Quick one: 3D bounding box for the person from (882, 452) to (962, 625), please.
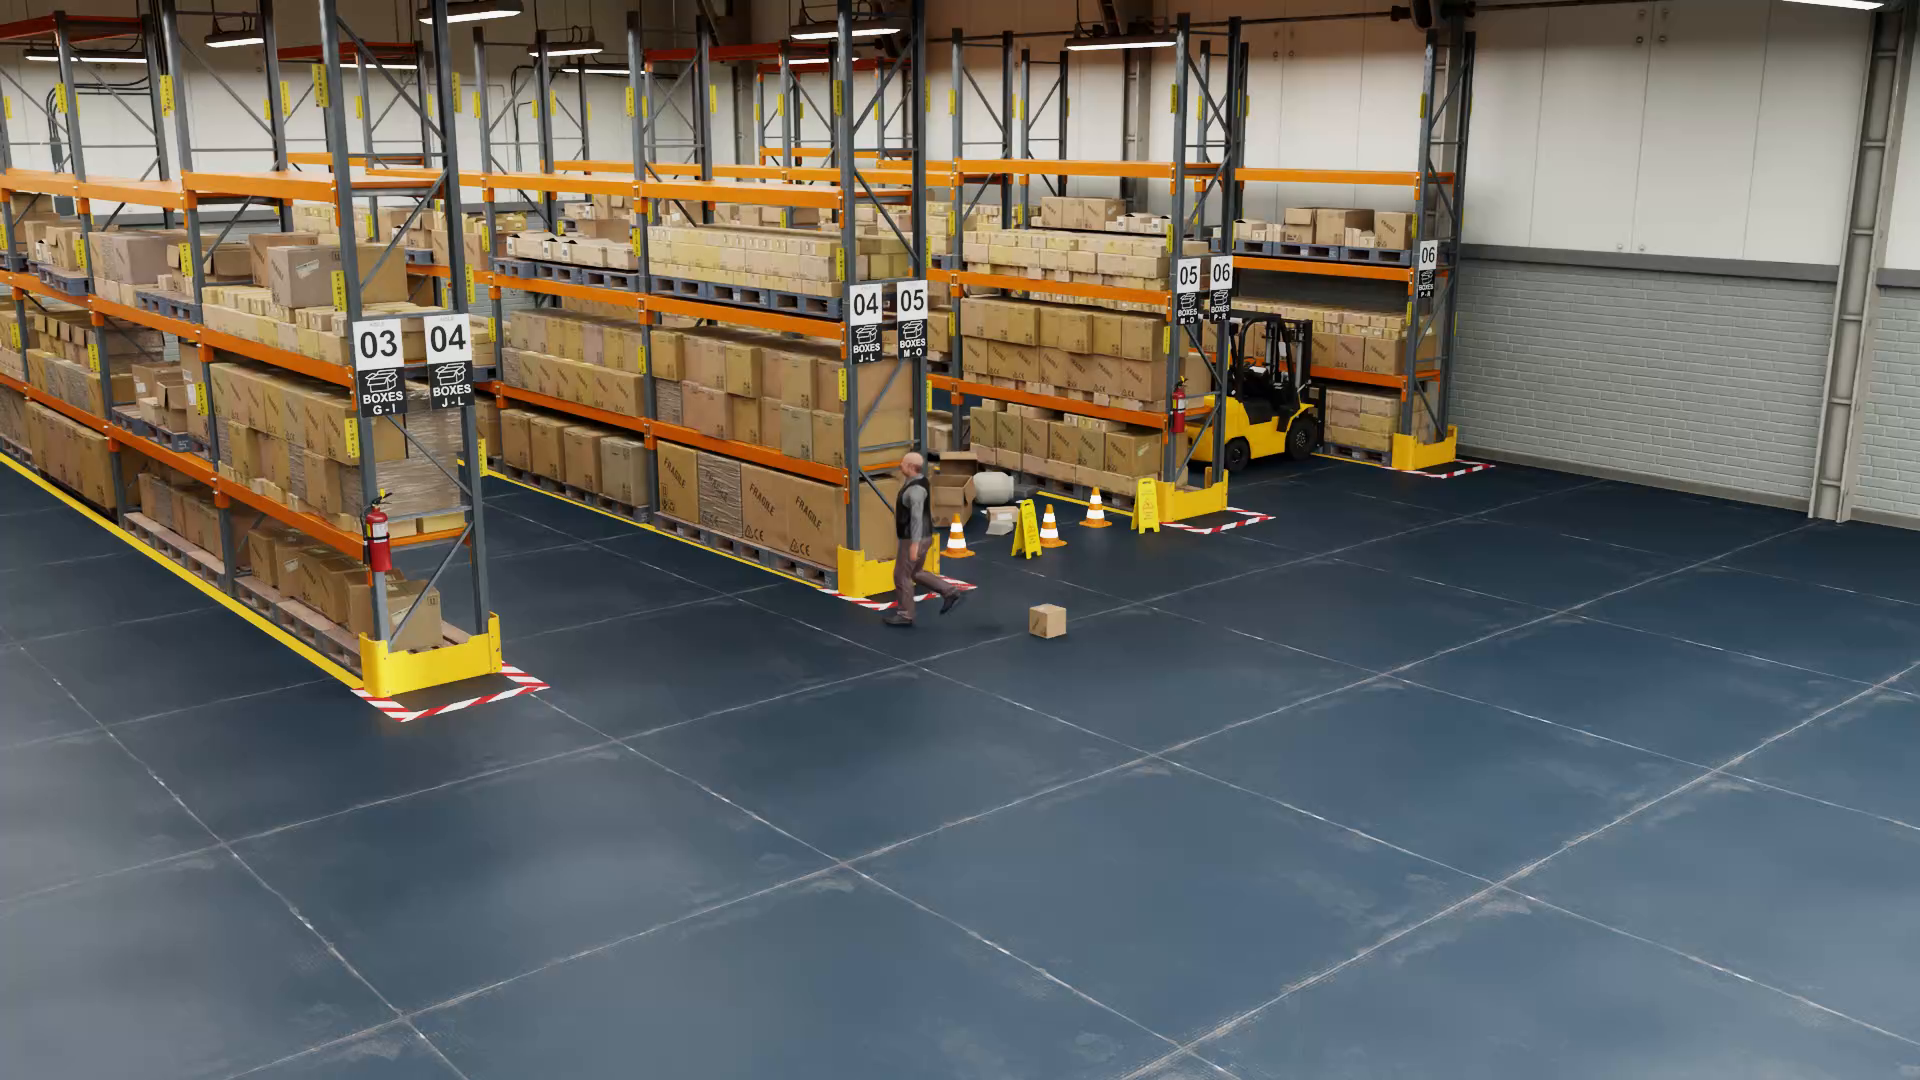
[{"bbox_3d":[-0.368,-0.017,16.071,0.768,1.702,0.549,1,14,5],"label":"person"}]
